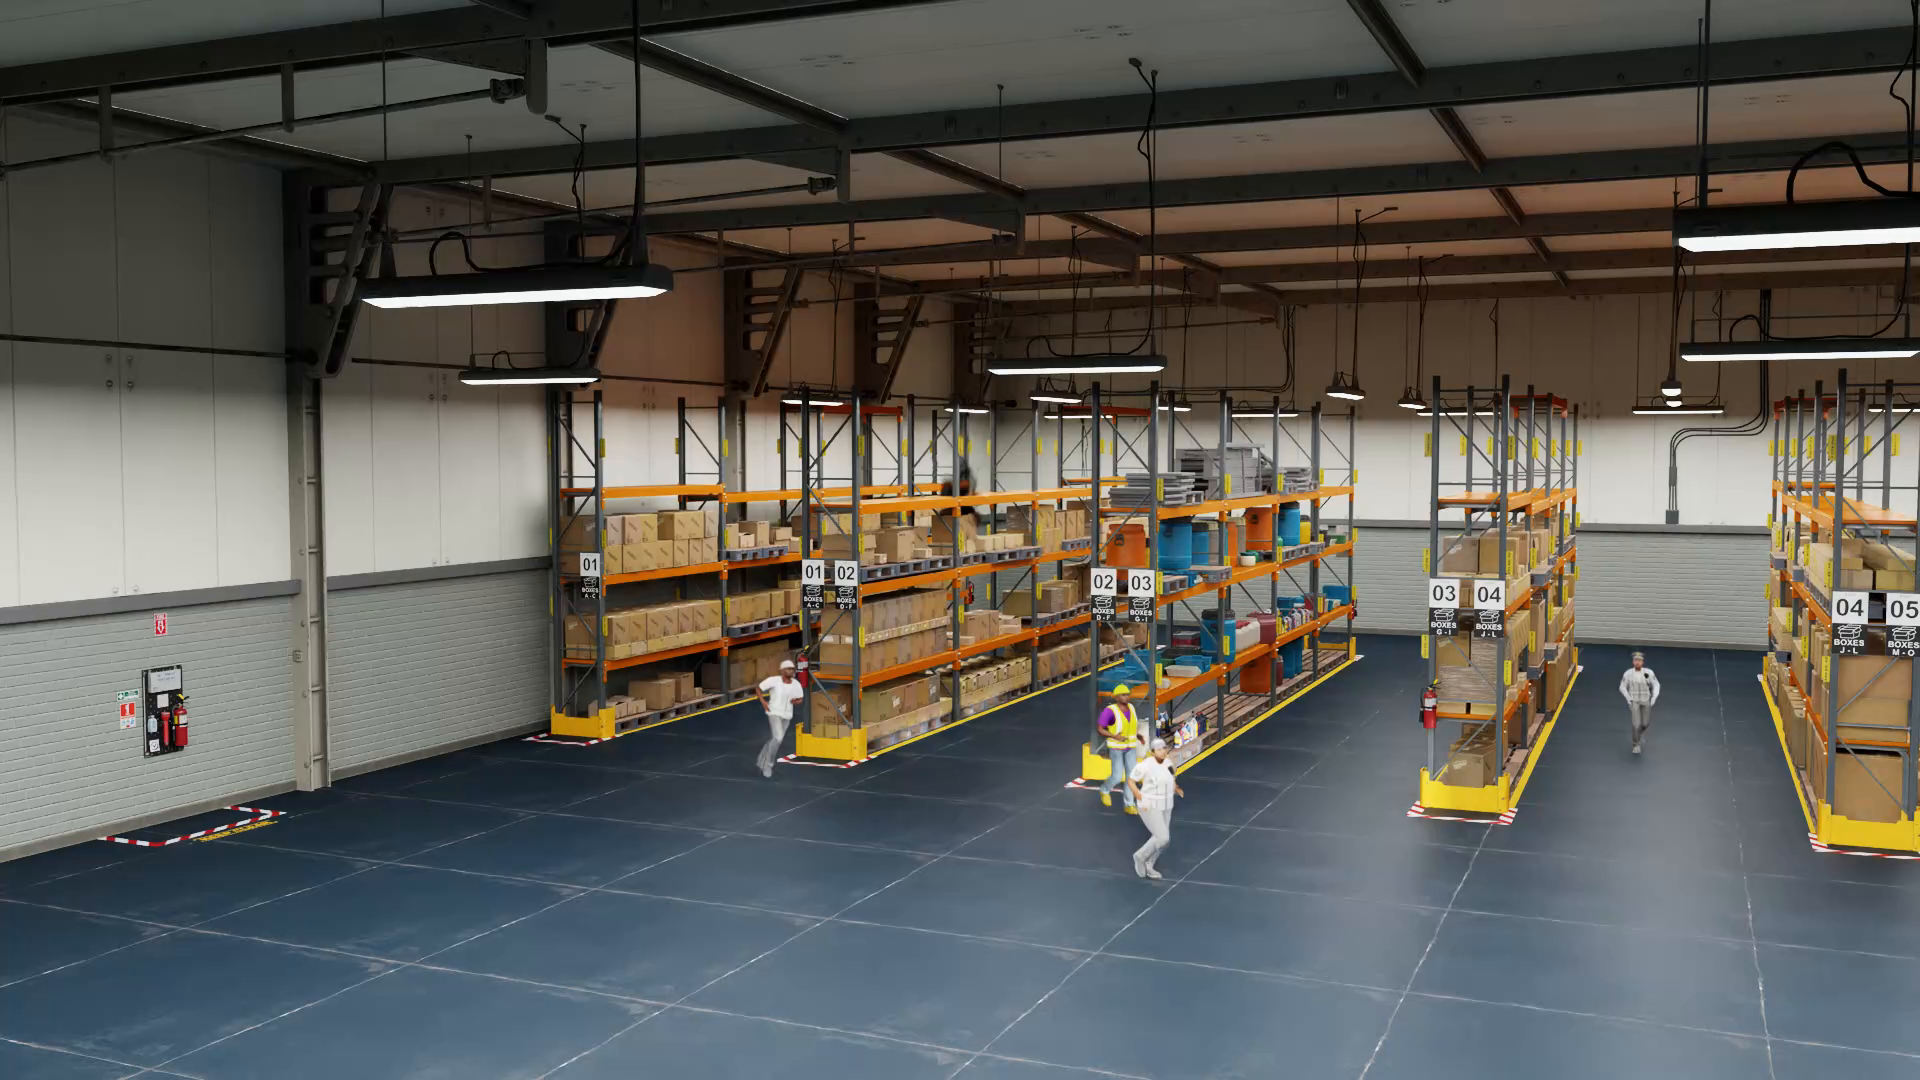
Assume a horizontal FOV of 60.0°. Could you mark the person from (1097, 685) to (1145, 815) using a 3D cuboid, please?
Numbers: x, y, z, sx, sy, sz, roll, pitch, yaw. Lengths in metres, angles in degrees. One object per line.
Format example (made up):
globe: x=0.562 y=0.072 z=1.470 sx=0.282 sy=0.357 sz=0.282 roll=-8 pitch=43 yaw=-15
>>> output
person: x=2.212 y=2.855 z=22.856 sx=0.727 sy=1.749 sz=0.811 roll=-2 pitch=4 yaw=-28

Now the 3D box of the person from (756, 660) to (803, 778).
person: x=-2.787 y=2.738 z=25.615 sx=0.740 sy=1.795 sz=0.675 roll=-3 pitch=4 yaw=-40

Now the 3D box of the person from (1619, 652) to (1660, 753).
person: x=11.187 y=2.668 z=27.381 sx=0.623 sy=1.664 sz=0.497 roll=1 pitch=3 yaw=21

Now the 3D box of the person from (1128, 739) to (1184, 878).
person: x=2.321 y=3.116 z=19.283 sx=0.588 sy=1.633 sz=0.567 roll=-2 pitch=4 yaw=-37
